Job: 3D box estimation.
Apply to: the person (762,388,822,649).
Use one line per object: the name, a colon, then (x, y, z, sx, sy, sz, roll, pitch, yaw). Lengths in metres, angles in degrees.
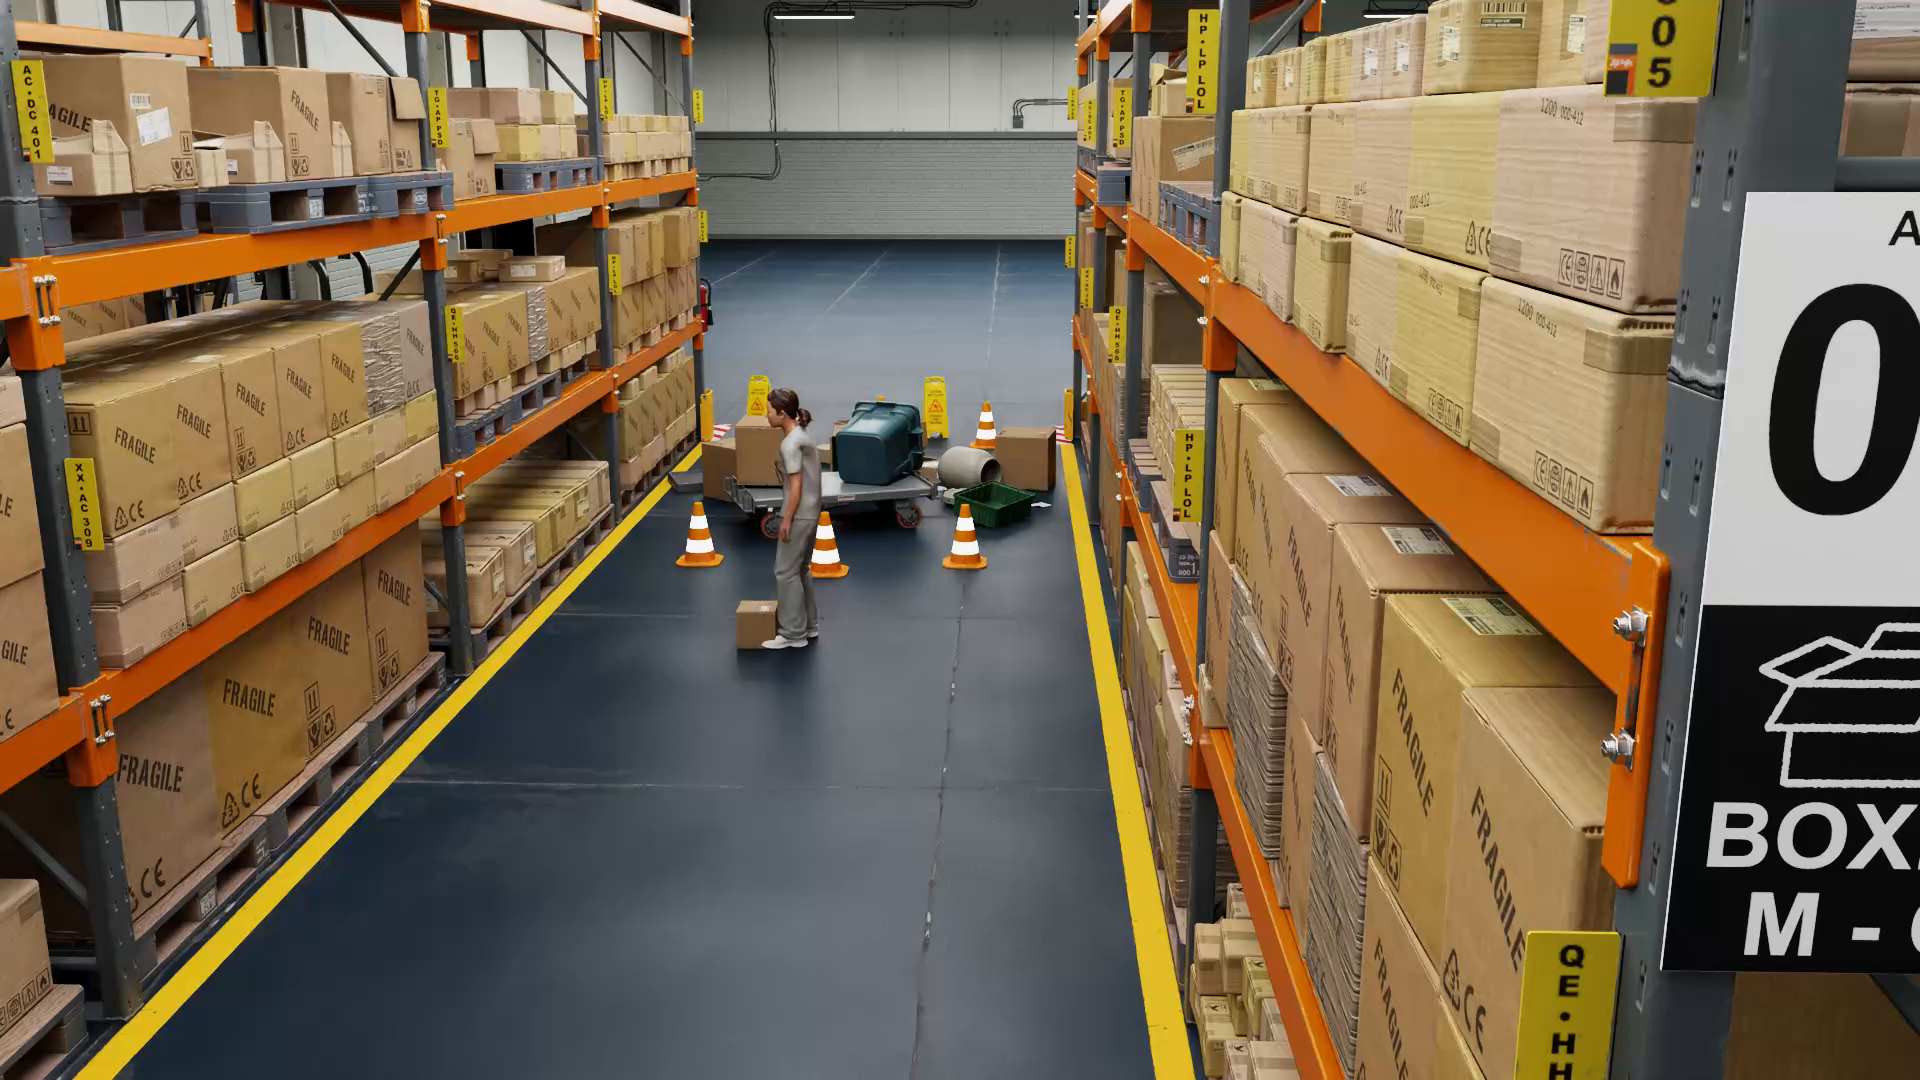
person: (-1.079, -0.141, 10.583, 0.408, 1.667, 0.485, 0, 14, 2)
